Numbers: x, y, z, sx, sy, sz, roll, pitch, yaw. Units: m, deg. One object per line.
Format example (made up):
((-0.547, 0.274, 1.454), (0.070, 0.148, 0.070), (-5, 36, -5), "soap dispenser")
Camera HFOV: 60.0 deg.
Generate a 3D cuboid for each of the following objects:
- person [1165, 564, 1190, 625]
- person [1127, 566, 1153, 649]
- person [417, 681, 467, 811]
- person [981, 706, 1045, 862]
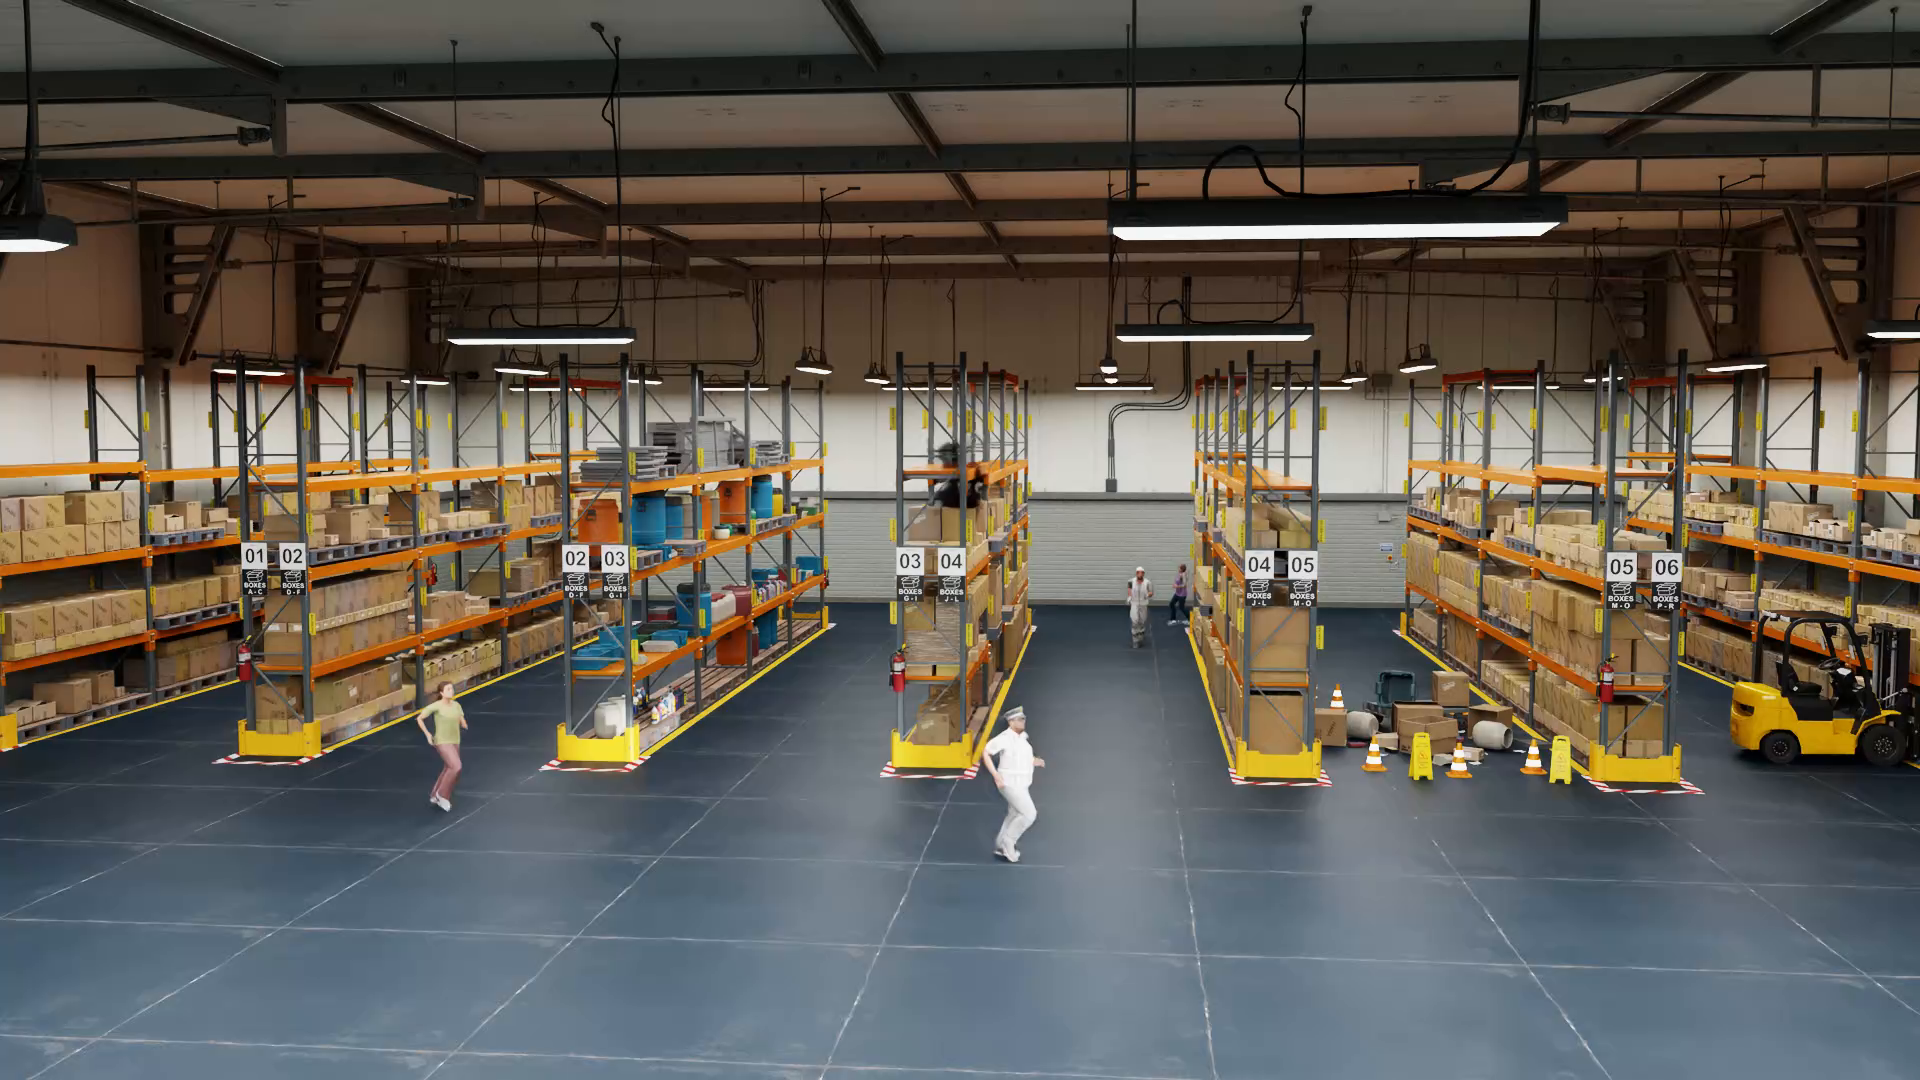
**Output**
((5.427, 1.348, 40.708), (0.680, 1.571, 0.674), (0, 4, -6), "person")
((4.011, 1.493, 37.031), (0.581, 1.839, 0.900), (0, 4, 4), "person")
((-6.605, 2.645, 21.426), (0.667, 1.669, 0.552), (2, 5, 28), "person")
((0.663, 2.775, 18.938), (0.655, 1.769, 0.651), (2, 5, 27), "person")
